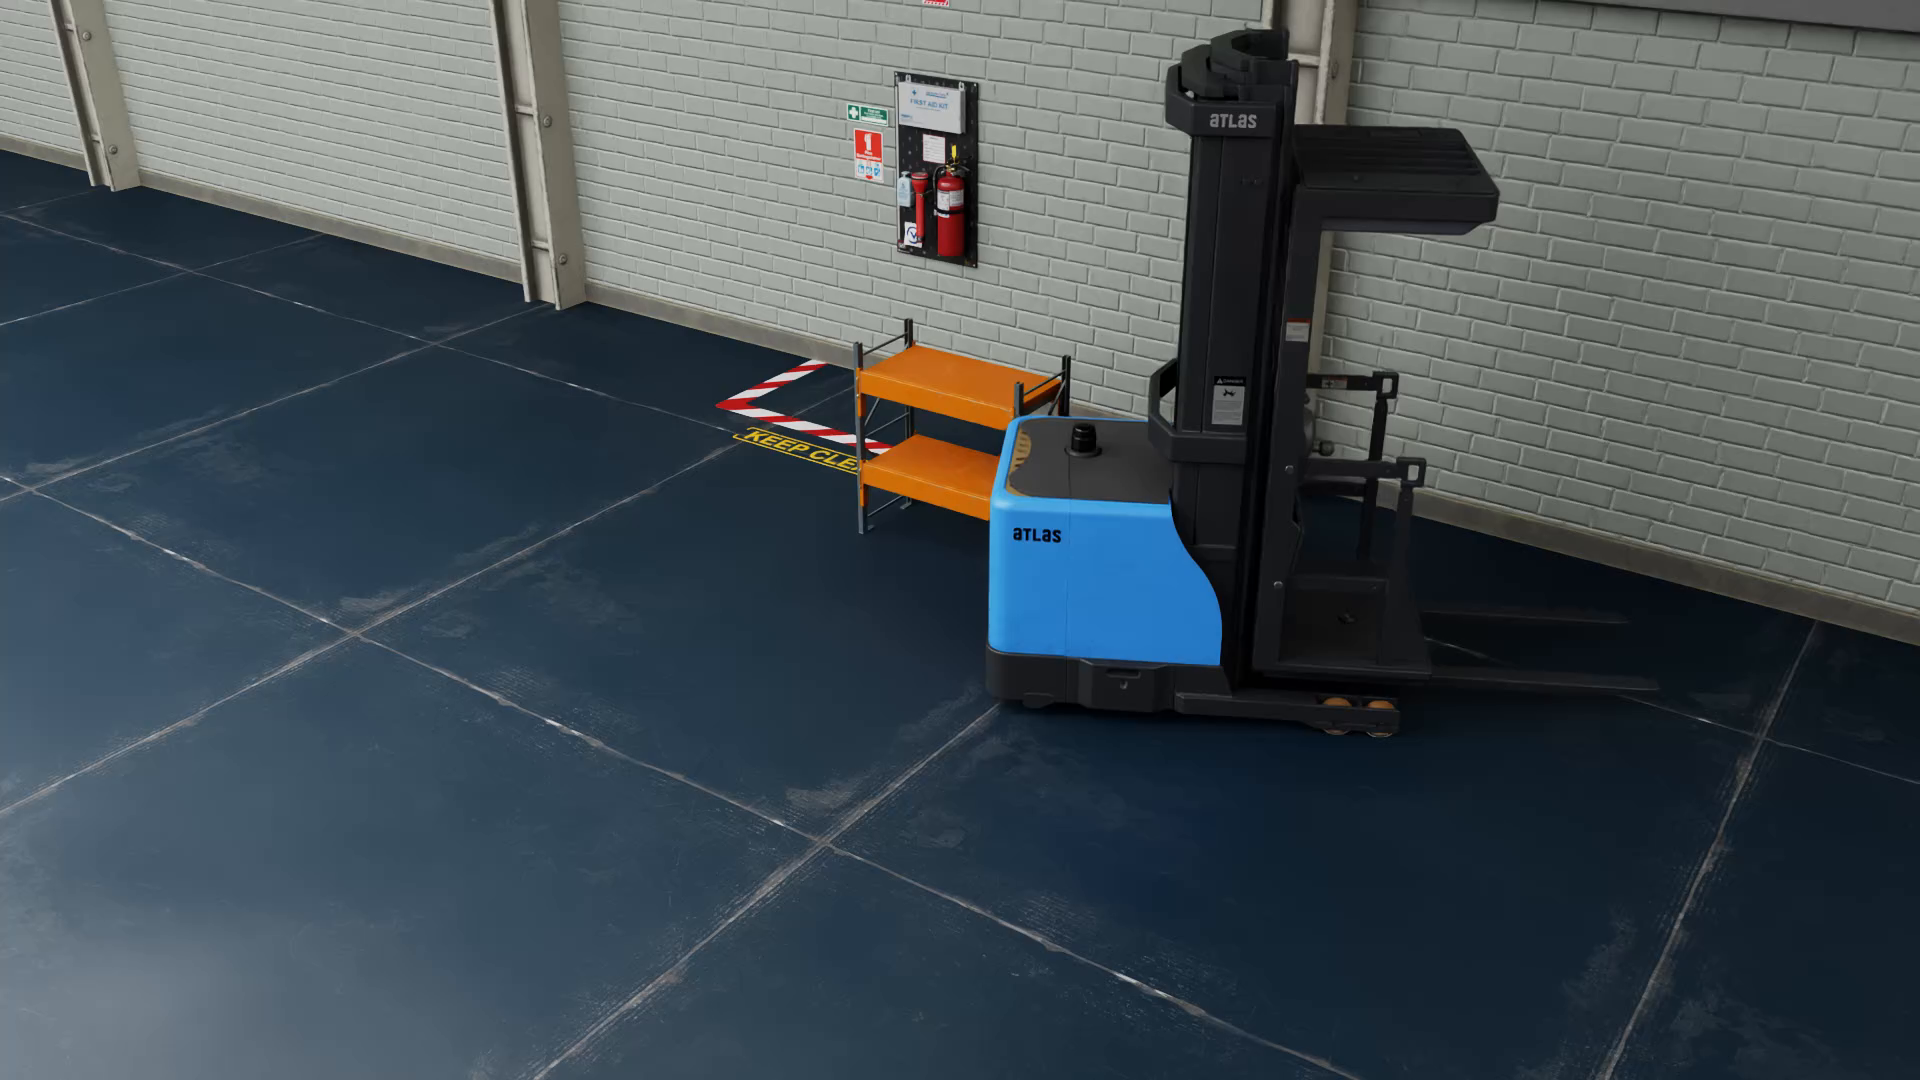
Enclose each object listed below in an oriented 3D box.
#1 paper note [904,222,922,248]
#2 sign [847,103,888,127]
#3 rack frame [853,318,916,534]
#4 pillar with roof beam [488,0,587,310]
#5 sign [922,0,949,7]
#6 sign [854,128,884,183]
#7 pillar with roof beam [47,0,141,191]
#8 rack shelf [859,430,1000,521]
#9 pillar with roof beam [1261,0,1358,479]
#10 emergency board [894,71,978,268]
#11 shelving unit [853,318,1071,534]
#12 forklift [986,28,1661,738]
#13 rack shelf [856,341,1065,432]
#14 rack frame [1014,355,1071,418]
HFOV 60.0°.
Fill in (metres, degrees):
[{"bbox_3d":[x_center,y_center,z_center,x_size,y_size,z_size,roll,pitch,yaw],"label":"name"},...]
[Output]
[{"bbox_3d":[-0.304,-1.986,10.816,0.142,0.148,0.016,17,32,30],"label":"paper note"},{"bbox_3d":[-0.596,-2.735,10.693,0.331,0.109,0.001,17,32,30],"label":"sign"},{"bbox_3d":[-0.413,-0.630,9.248,0.032,1.125,0.500,17,32,30],"label":"rack frame"},{"bbox_3d":[-5.565,-4.263,7.705,0.400,9.000,9.100,17,32,30],"label":"pillar with roof beam"},{"bbox_3d":[-0.147,-3.379,10.027,0.199,0.298,0.001,17,32,30],"label":"sign"},{"bbox_3d":[-0.595,-2.503,10.823,0.234,0.329,0.001,17,32,30],"label":"sign"},{"bbox_3d":[-10.511,-5.804,10.733,0.400,9.000,9.100,17,32,30],"label":"pillar with roof beam"},{"bbox_3d":[0.006,-0.282,9.102,1.000,0.278,0.538,17,32,30],"label":"rack shelf"},{"bbox_3d":[-0.619,-2.722,4.678,0.400,9.000,9.100,17,32,30],"label":"pillar with roof beam"},{"bbox_3d":[-0.197,-2.307,10.476,0.643,1.169,0.194,17,32,30],"label":"emergency board"},{"bbox_3d":[0.006,-0.500,8.991,1.048,1.125,0.538,17,32,30],"label":"shelving unit"},{"bbox_3d":[1.674,-0.670,7.335,3.031,2.935,1.130,3,27,6],"label":"forklift"},{"bbox_3d":[0.006,-0.760,8.859,1.000,0.278,0.538,17,32,30],"label":"rack shelf"},{"bbox_3d":[0.425,-0.369,8.735,0.032,1.125,0.500,17,32,30],"label":"rack frame"}]
